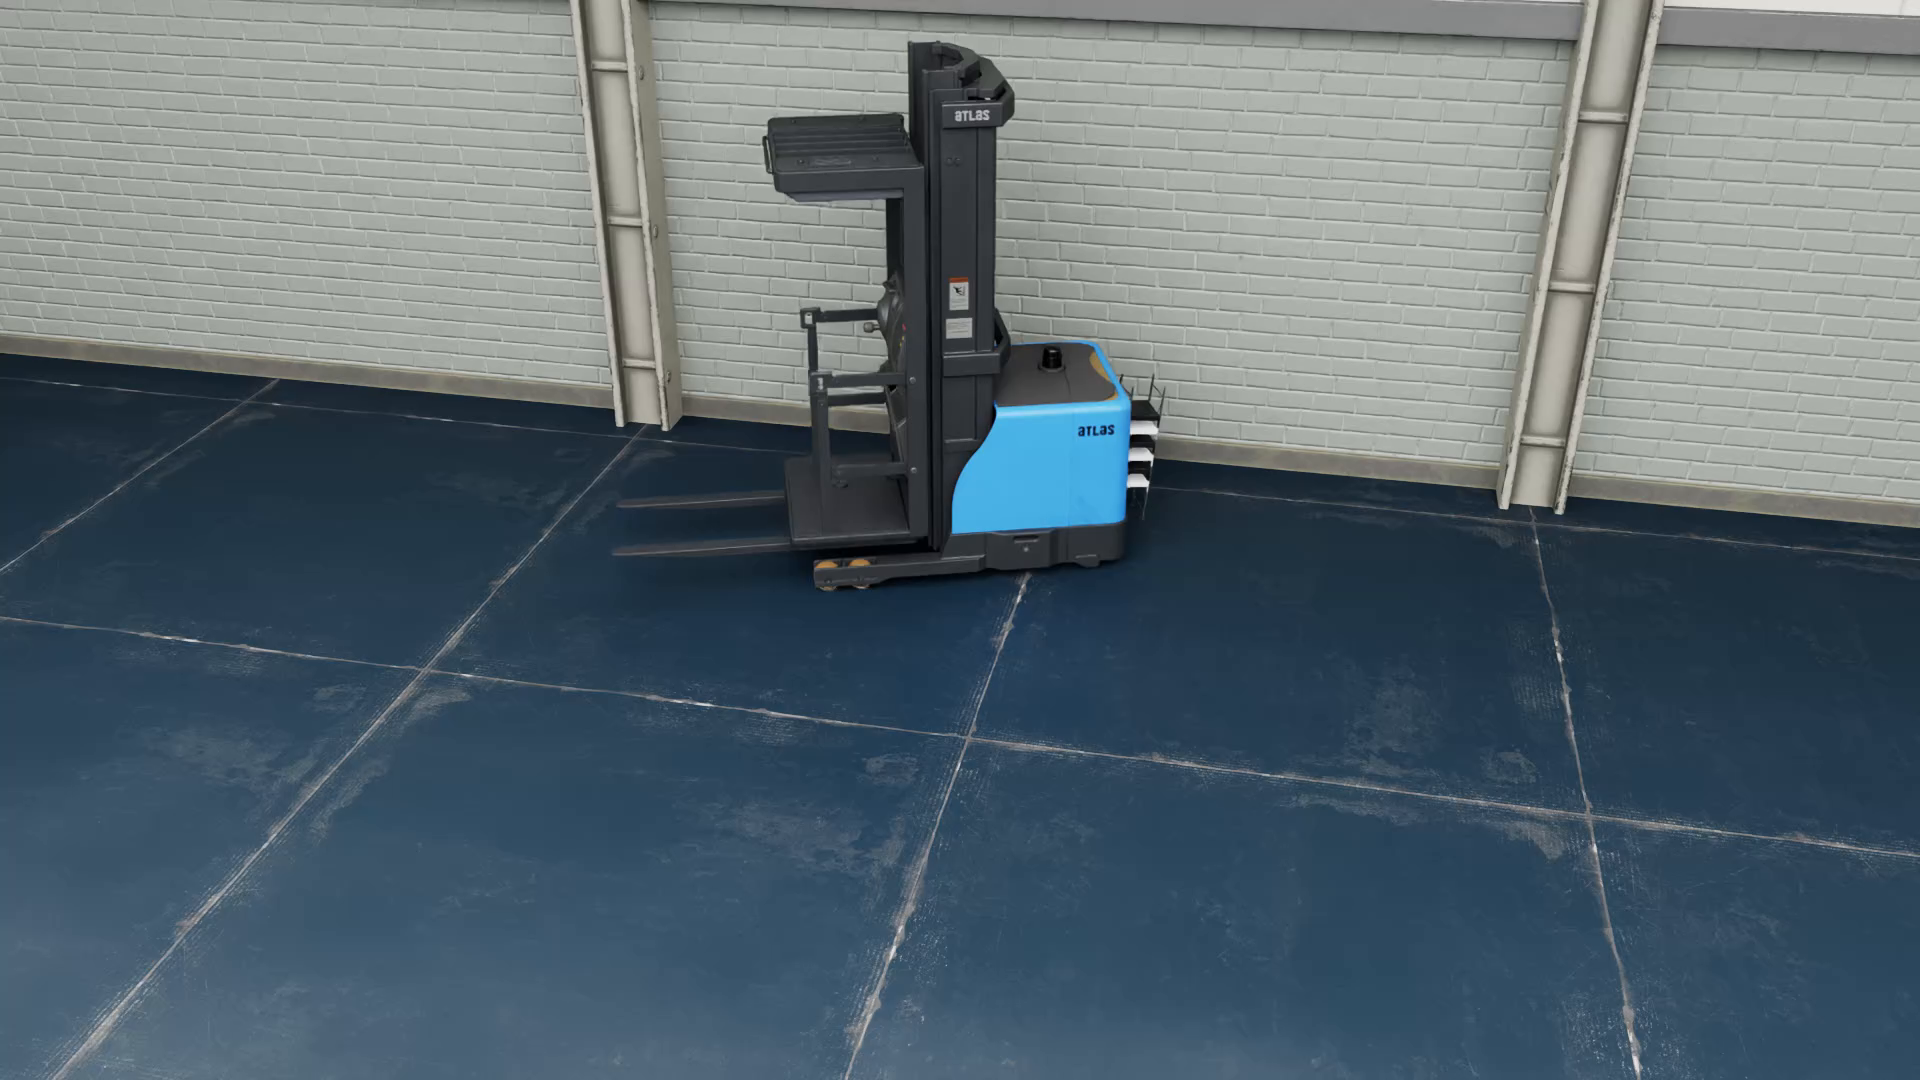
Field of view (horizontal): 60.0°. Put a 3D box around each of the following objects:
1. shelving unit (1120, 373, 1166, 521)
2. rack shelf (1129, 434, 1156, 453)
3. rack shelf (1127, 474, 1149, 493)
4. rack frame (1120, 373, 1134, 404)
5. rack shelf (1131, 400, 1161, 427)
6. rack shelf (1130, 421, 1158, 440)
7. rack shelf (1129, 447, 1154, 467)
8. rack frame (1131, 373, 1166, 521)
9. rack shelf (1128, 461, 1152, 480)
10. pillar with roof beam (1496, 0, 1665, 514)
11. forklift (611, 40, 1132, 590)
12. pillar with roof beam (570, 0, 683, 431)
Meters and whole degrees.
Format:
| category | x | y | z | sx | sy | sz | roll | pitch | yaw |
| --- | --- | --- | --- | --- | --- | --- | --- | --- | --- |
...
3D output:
| category | x | y | z | sx | sy | sz | roll | pitch | yaw |
| --- | --- | --- | --- | --- | --- | --- | --- | --- | --- |
| shelving unit | 1.073 | -0.575 | 10.345 | 0.210 | 0.900 | 0.258 | -1 | 28 | -14 |
| rack shelf | 1.079 | -0.625 | 10.319 | 0.200 | 0.077 | 0.258 | -1 | 28 | -14 |
| rack shelf | 1.051 | -0.387 | 10.443 | 0.200 | 0.077 | 0.258 | -1 | 28 | -14 |
| rack frame | 0.974 | -0.574 | 10.321 | 0.006 | 0.900 | 0.240 | -1 | 28 | -14 |
| rack shelf | 1.097 | -0.784 | 10.236 | 0.200 | 0.077 | 0.258 | -1 | 28 | -14 |
| rack shelf | 1.088 | -0.704 | 10.278 | 0.200 | 0.077 | 0.258 | -1 | 28 | -14 |
| rack shelf | 1.070 | -0.546 | 10.360 | 0.200 | 0.077 | 0.258 | -1 | 28 | -14 |
| rack frame | 1.172 | -0.576 | 10.369 | 0.006 | 0.900 | 0.240 | -1 | 28 | -14 |
| rack shelf | 1.061 | -0.466 | 10.401 | 0.200 | 0.077 | 0.258 | -1 | 28 | -14 |
| pillar with roof beam | 2.769 | -2.179 | 4.860 | 0.400 | 9.000 | 9.100 | 6 | 29 | 11 |
| forklift | -0.563 | -1.262 | 9.503 | 3.031 | 2.935 | 1.130 | -4 | 29 | -7 |
| pillar with roof beam | -3.098 | -2.781 | 5.959 | 0.400 | 9.000 | 9.100 | 6 | 29 | 11 |
